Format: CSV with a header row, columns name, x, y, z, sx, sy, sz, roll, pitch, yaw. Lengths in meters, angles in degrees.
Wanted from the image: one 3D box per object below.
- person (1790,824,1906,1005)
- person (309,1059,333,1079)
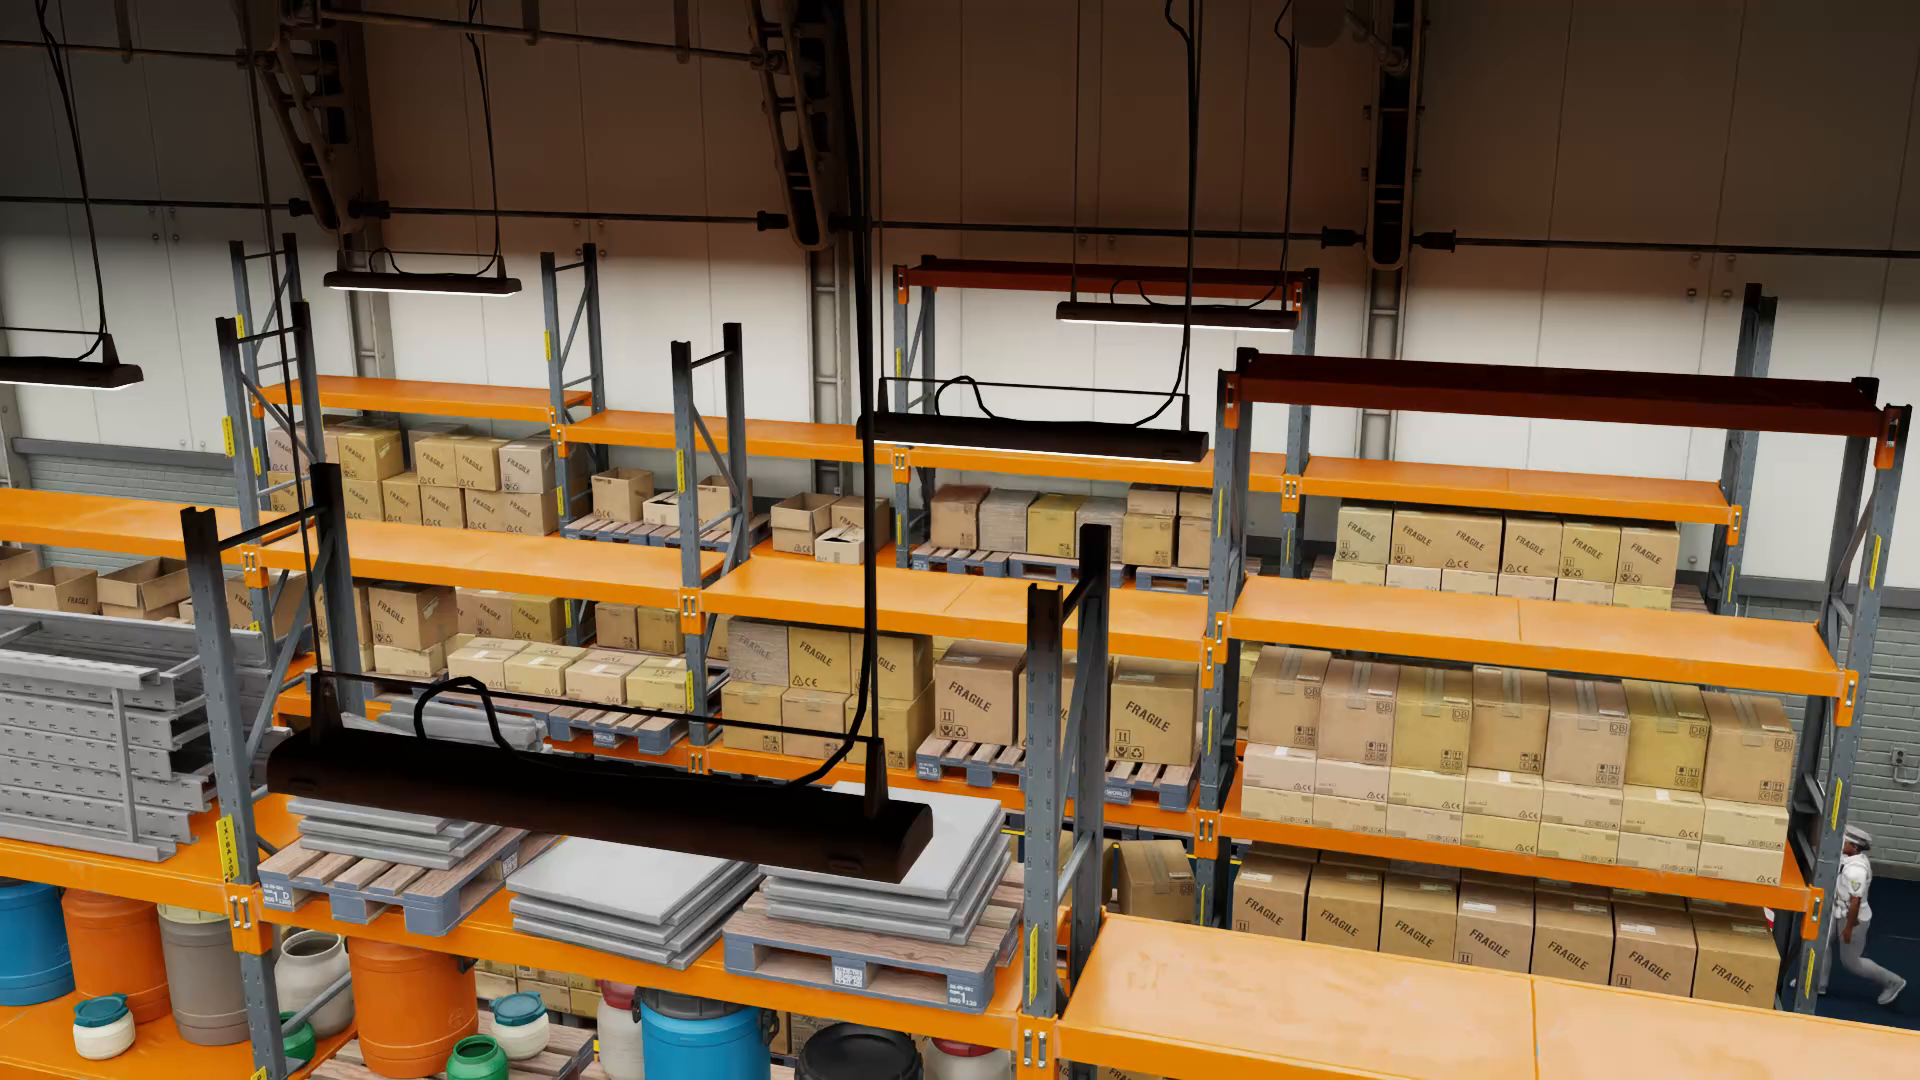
name,x,y,z,sx,sy,sz,roll,pitch,yaw
person,7.801,3.261,14.431,0.863,1.636,0.455,4,17,14
person,-4.524,4.078,11.512,0.622,1.734,0.598,9,18,28
